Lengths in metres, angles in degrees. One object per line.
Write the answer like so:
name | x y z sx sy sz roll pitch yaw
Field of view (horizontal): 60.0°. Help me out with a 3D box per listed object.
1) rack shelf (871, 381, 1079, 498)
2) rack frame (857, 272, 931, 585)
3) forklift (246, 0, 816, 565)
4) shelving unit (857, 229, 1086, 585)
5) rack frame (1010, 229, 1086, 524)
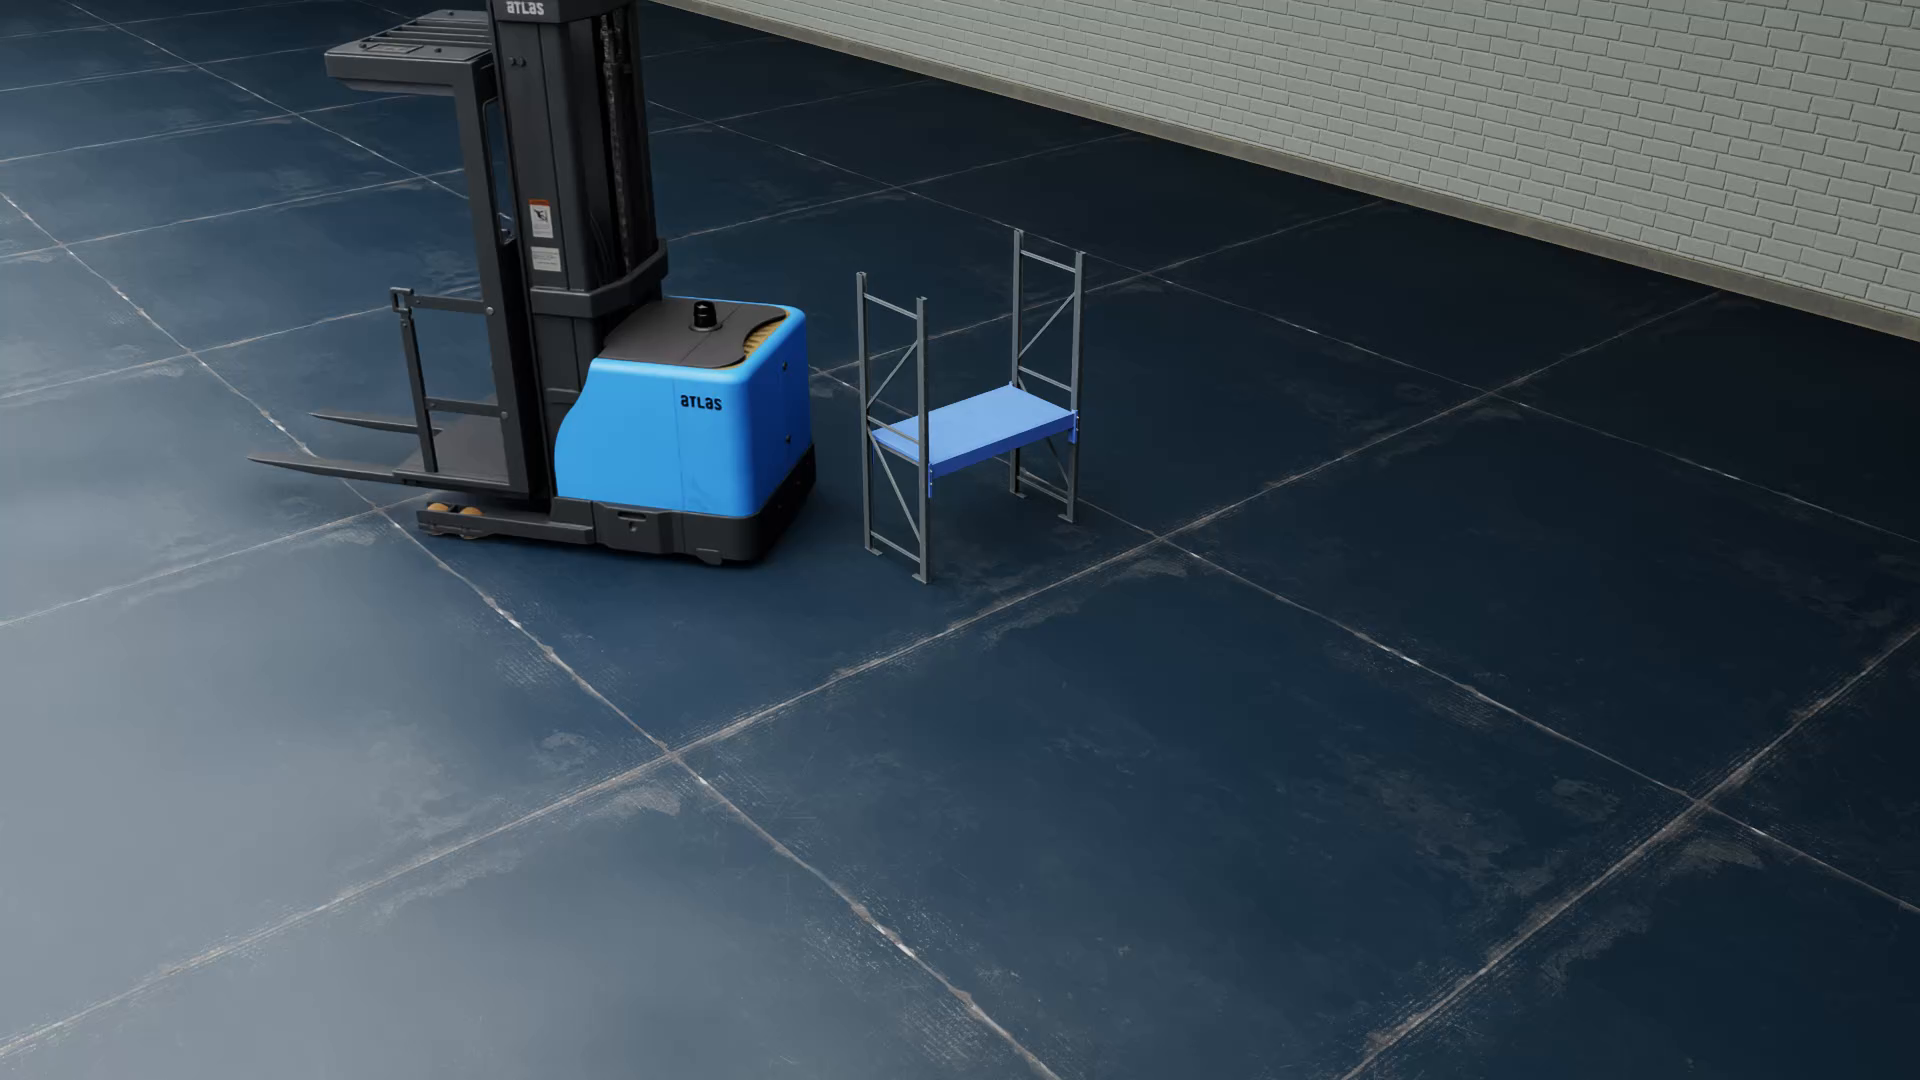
rack shelf | 0.065 -0.529 8.530 1.000 0.185 0.538 -22 35 -35
rack frame | -0.322 -0.532 8.154 0.032 1.500 0.500 -22 35 -35
forklift | -2.371 -1.527 8.498 3.031 2.935 1.130 7 29 12
shelving unit | 0.065 -0.688 8.445 1.048 1.500 0.538 -22 35 -35
rack frame | 0.452 -0.843 8.736 0.032 1.500 0.500 -22 35 -35
